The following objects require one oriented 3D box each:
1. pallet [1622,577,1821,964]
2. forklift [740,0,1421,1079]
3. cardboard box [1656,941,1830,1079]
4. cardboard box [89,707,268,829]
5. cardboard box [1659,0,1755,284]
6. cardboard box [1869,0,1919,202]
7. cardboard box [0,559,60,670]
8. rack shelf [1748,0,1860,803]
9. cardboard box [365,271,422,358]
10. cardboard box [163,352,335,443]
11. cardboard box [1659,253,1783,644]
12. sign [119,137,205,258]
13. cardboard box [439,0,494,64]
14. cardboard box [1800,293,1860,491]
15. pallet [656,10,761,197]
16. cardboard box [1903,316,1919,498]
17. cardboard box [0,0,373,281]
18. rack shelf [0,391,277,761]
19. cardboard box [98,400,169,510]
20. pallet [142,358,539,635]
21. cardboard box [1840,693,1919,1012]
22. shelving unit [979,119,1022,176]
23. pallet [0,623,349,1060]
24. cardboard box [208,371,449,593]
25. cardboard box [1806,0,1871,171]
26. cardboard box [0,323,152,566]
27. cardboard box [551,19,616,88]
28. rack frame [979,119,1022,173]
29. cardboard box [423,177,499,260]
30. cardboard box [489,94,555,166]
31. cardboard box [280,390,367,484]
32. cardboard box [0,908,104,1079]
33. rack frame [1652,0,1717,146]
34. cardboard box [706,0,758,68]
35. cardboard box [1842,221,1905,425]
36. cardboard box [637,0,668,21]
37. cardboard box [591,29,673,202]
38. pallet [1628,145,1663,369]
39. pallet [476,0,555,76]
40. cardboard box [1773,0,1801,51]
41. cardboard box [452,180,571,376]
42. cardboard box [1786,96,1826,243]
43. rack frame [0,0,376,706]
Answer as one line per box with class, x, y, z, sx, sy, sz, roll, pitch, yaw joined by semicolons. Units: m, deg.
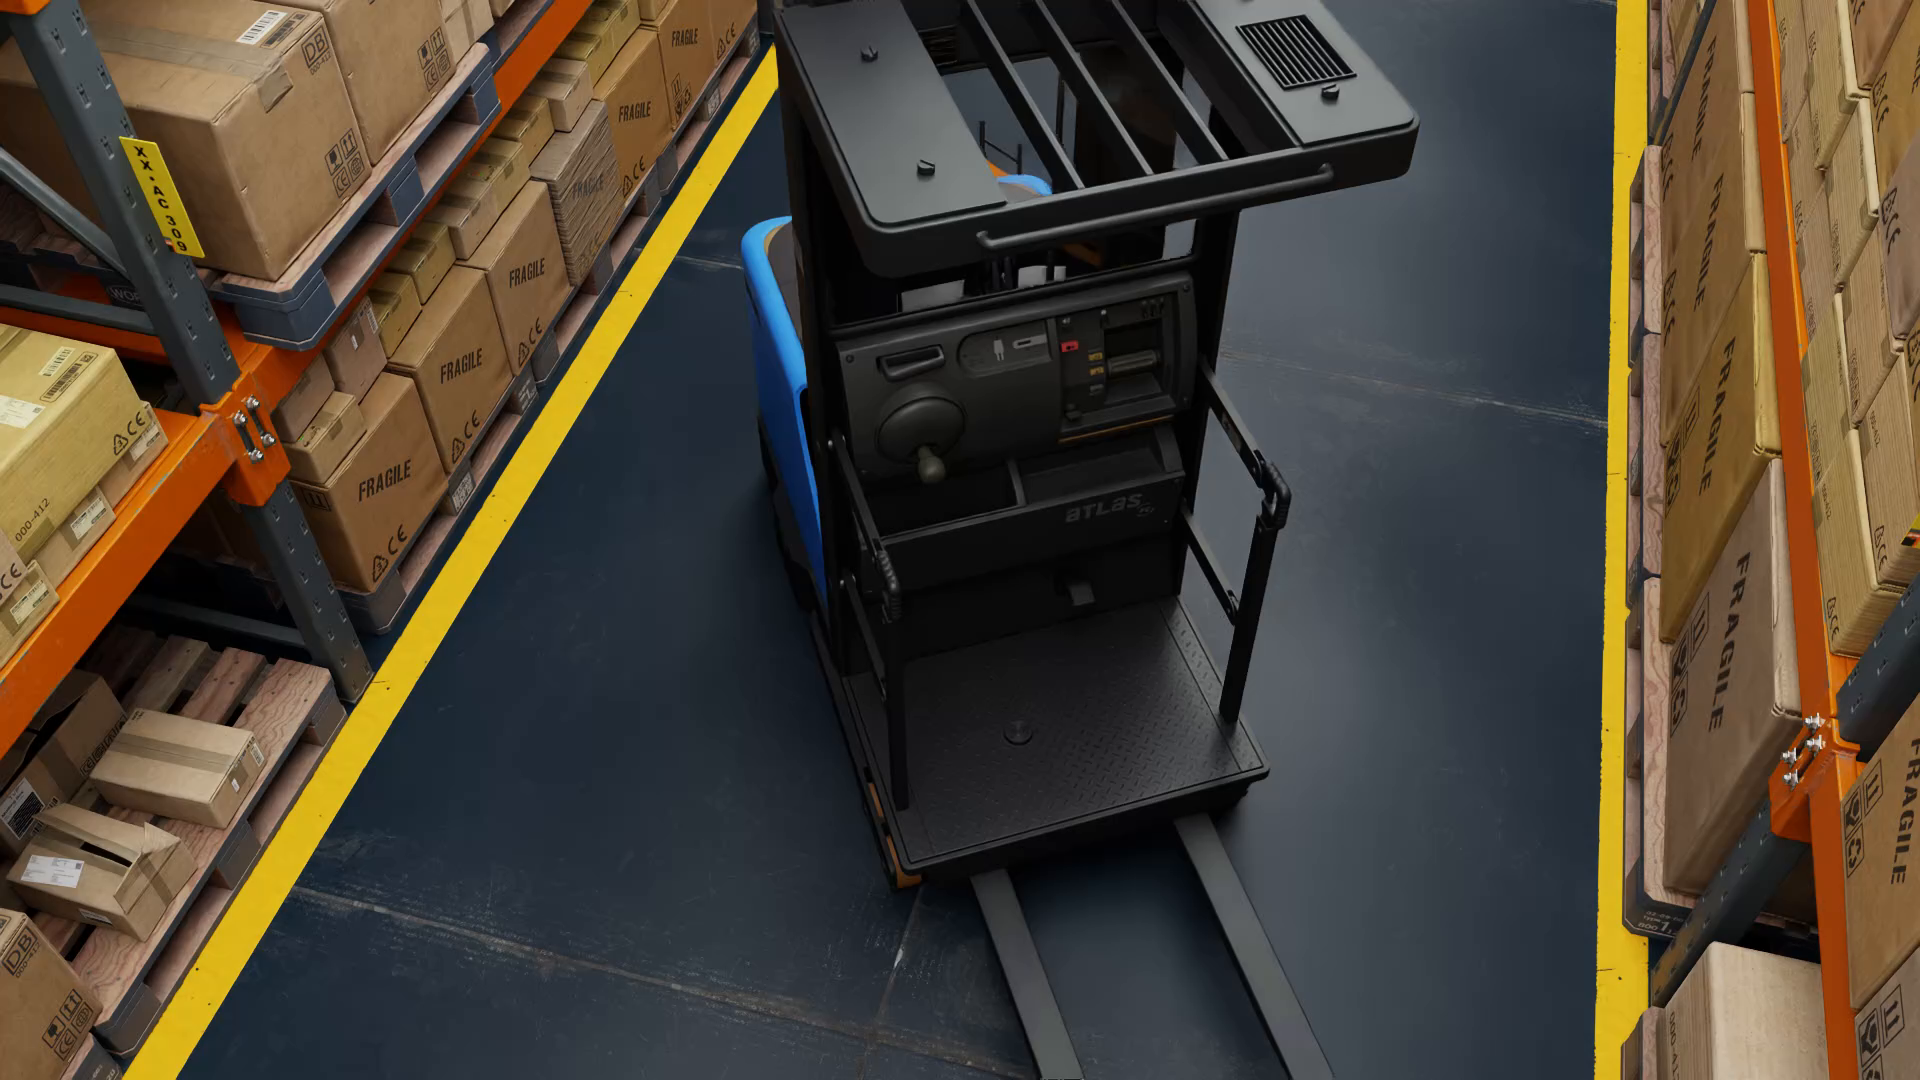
pallet;2.536;0.717;4.976;1.003;0.211;1.213;12;50;10
forklift;0.225;-0.302;4.062;1.130;2.935;3.031;-13;50;-11
cardboard box;2.137;1.509;3.846;0.875;0.438;0.875;11;49;9
cardboard box;-2.247;0.656;4.792;0.380;0.149;0.250;10;49;9
cardboard box;3.196;-1.479;6.191;0.875;0.875;0.875;11;50;10
cardboard box;2.562;-1.108;3.994;0.500;0.500;0.500;13;50;11
cardboard box;-2.317;0.139;3.794;0.380;0.149;0.250;13;50;11
rack shelf;2.932;-0.841;4.972;1.077;0.370;4.000;12;50;10
cardboard box;-1.978;-0.746;5.363;0.380;0.149;0.250;9;49;8
cardboard box;-2.092;-0.453;4.906;0.380;0.149;0.250;11;49;9
cardboard box;2.722;-0.188;5.052;0.875;0.875;0.875;13;50;11
sign;-1.859;-0.794;3.873;0.100;0.325;0.005;12;50;10
cardboard box;-1.648;-1.633;5.000;0.396;0.266;0.258;14;50;12
cardboard box;2.415;-0.325;4.137;0.500;0.250;0.500;11;49;10
pallet;-1.564;-2.048;7.416;1.003;0.211;1.213;12;50;10
cardboard box;2.281;-0.369;3.342;0.500;0.500;0.500;13;50;11
cardboard box;-2.041;-1.087;4.362;0.700;0.500;0.500;13;50;11
rack shelf;-2.911;1.075;3.280;1.077;0.370;4.000;12;50;10
cardboard box;-2.224;-0.246;4.134;0.380;0.149;0.250;12;50;11
pallet;-2.207;-0.283;5.859;1.003;0.211;1.213;12;50;10
cardboard box;2.029;0.622;3.134;0.500;0.500;0.500;13;50;11
shelving unit;0.044;-0.954;5.892;0.252;1.050;0.215;-34;57;-26
pallet;-2.566;0.810;4.895;1.003;0.211;1.213;12;50;10
cardboard box;-2.040;-0.227;5.337;0.500;0.500;0.500;14;50;12
cardboard box;2.660;-1.228;4.600;0.500;0.250;0.500;12;50;11
cardboard box;-2.283;-0.242;3.864;0.500;0.250;0.500;13;50;11
cardboard box;-1.549;-1.874;6.358;0.380;0.149;0.250;11;49;9
rack frame;0.135;-1.015;5.946;0.008;1.050;0.200;-34;57;-26
cardboard box;-1.817;-1.121;5.693;0.380;0.149;0.250;11;50;10
cardboard box;-1.707;-1.501;6.028;0.380;0.149;0.250;12;50;10
cardboard box;-2.033;-0.343;5.007;0.380;0.149;0.250;14;50;12
cardboard box;-2.649;1.187;4.089;0.700;0.500;0.500;10;49;9
rack frame;3.458;-2.526;5.979;1.000;3.000;0.127;12;50;10
cardboard box;-1.235;-2.466;7.313;0.500;0.500;0.500;13;50;11
cardboard box;2.411;-0.478;3.938;0.500;0.250;0.500;13;50;11
cardboard box;-1.371;-2.237;6.678;0.380;0.149;0.250;10;49;9
cardboard box;-1.512;-1.727;6.661;0.500;0.500;0.500;14;50;12
pallet;3.178;-1.048;6.534;1.003;0.211;1.213;12;50;10
pallet;-1.839;-2.032;5.671;1.003;0.211;1.213;12;50;10
cardboard box;2.969;-1.797;5.436;0.500;0.250;0.500;10;49;9
cardboard box;-1.774;-0.974;5.996;0.500;0.500;0.500;10;49;9
cardboard box;2.698;-1.061;4.786;0.500;0.250;0.500;12;50;10
rack frame;-2.384;-0.610;4.287;1.000;3.000;0.127;12;50;10
